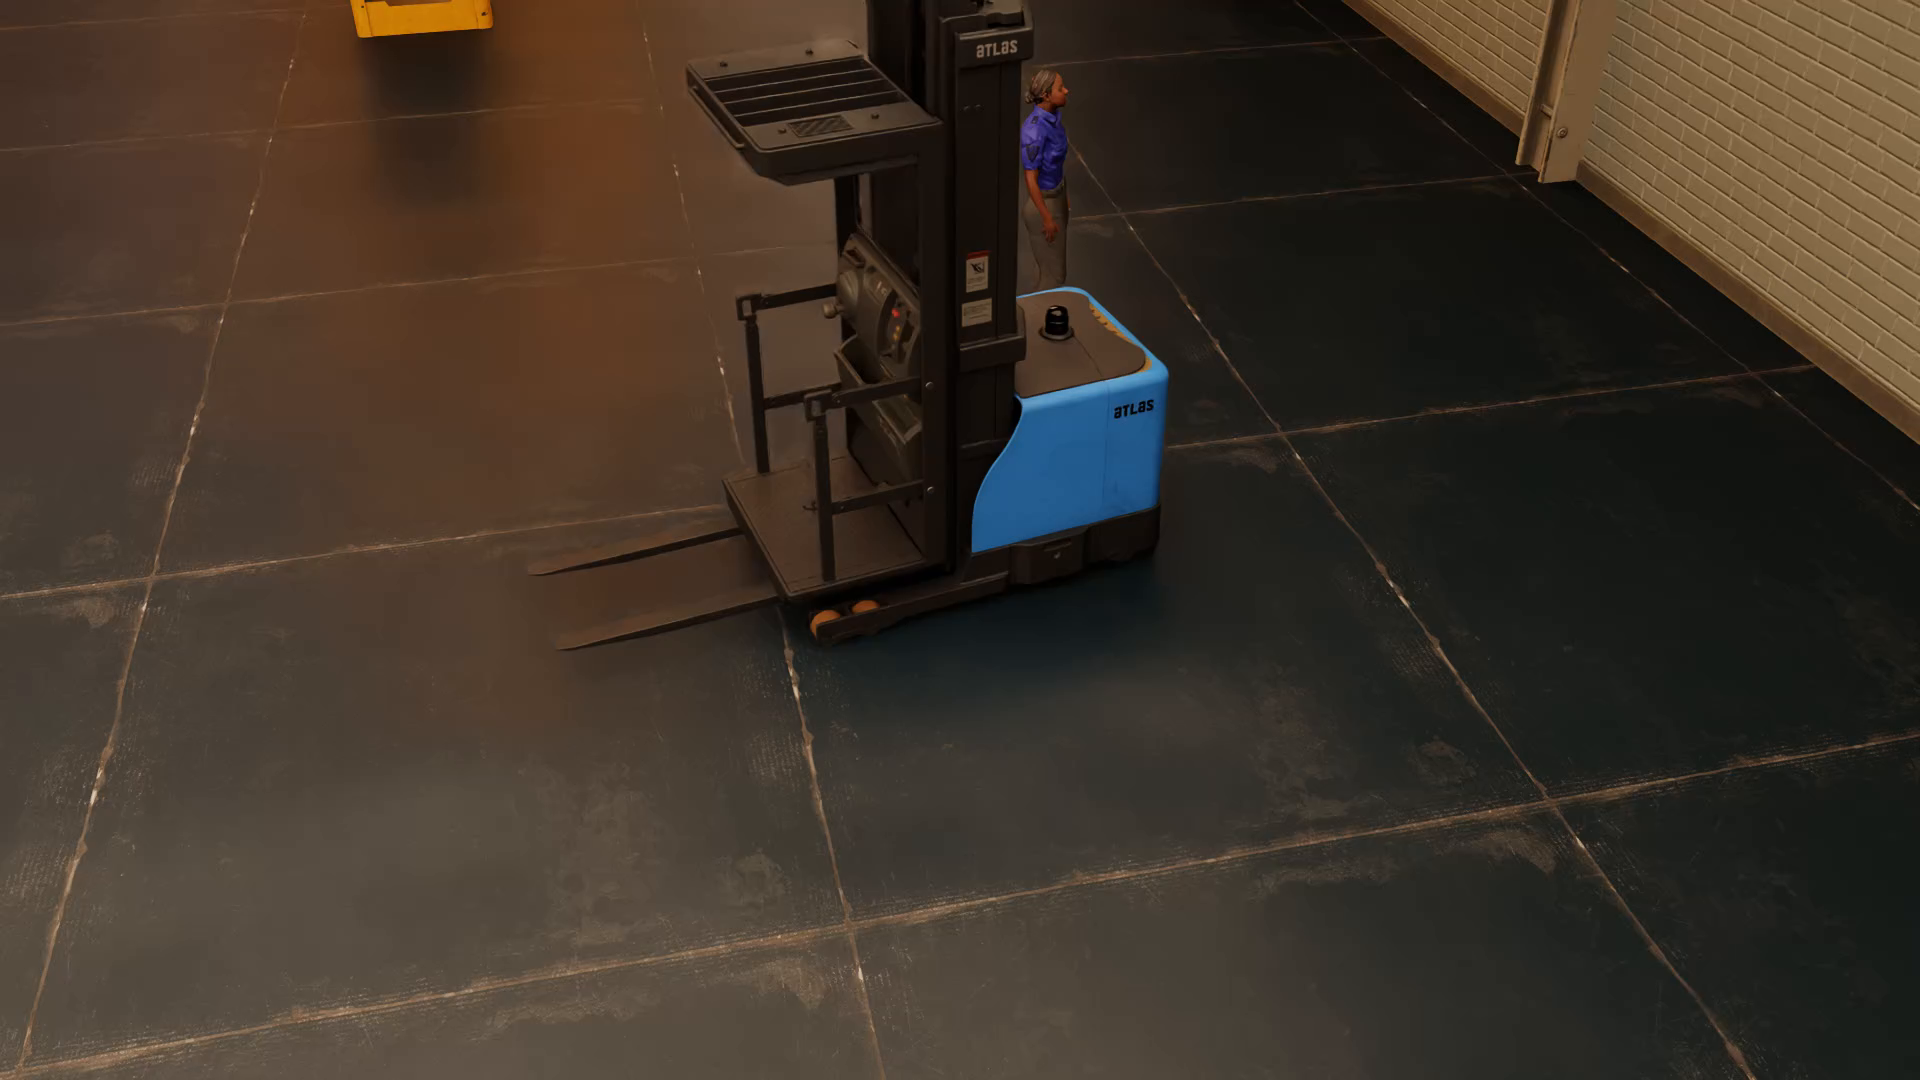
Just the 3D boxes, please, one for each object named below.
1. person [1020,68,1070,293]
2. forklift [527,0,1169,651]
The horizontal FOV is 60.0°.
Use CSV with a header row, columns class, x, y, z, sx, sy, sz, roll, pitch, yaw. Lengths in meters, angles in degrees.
class,x,y,z,sx,sy,sz,roll,pitch,yaw
person,0.599,-1.952,9.844,0.505,1.654,0.567,8,36,10
forklift,-0.559,-1.042,7.499,3.031,2.935,1.130,-14,38,-19
